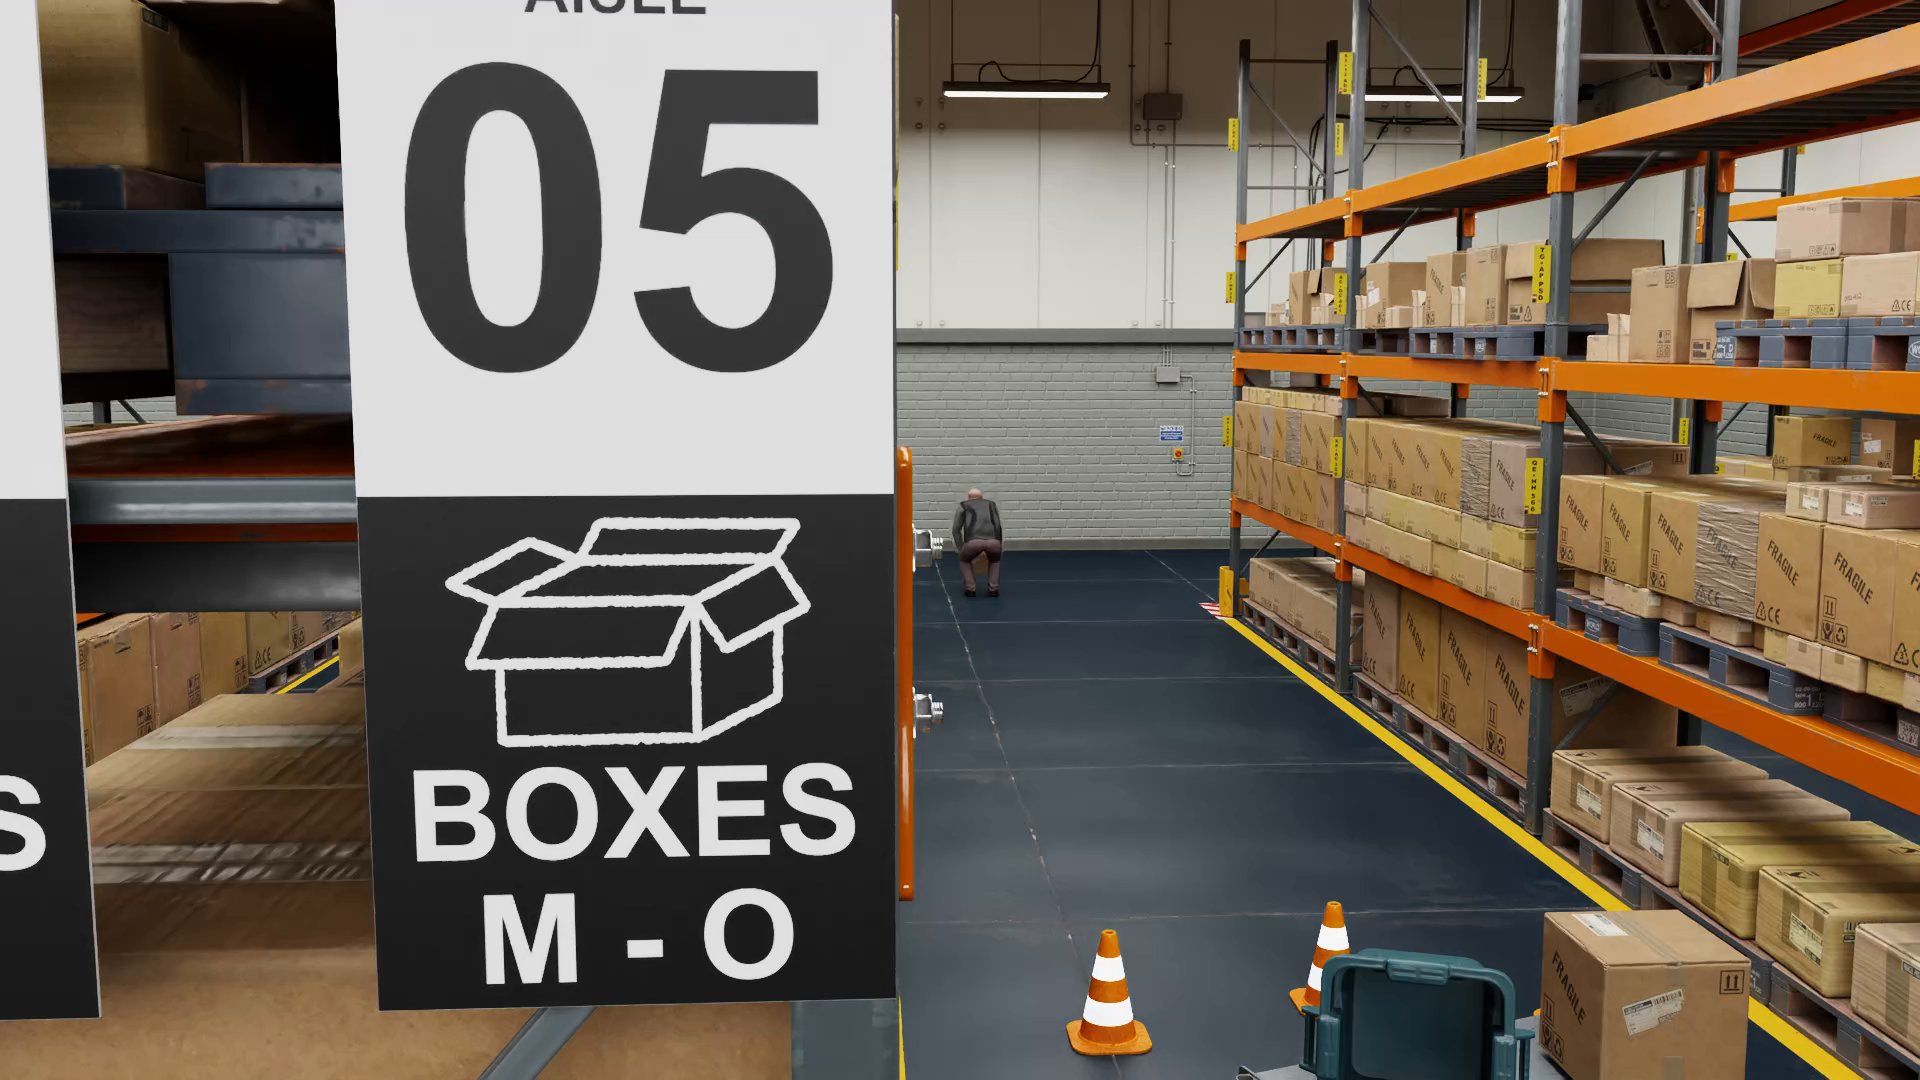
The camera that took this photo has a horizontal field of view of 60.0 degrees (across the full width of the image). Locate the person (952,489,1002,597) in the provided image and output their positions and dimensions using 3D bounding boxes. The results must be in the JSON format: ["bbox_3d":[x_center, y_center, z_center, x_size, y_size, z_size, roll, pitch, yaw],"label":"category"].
[{"bbox_3d":[0.205,0.036,19.244,0.579,1.205,0.798,0,7,-4],"label":"person"}]
